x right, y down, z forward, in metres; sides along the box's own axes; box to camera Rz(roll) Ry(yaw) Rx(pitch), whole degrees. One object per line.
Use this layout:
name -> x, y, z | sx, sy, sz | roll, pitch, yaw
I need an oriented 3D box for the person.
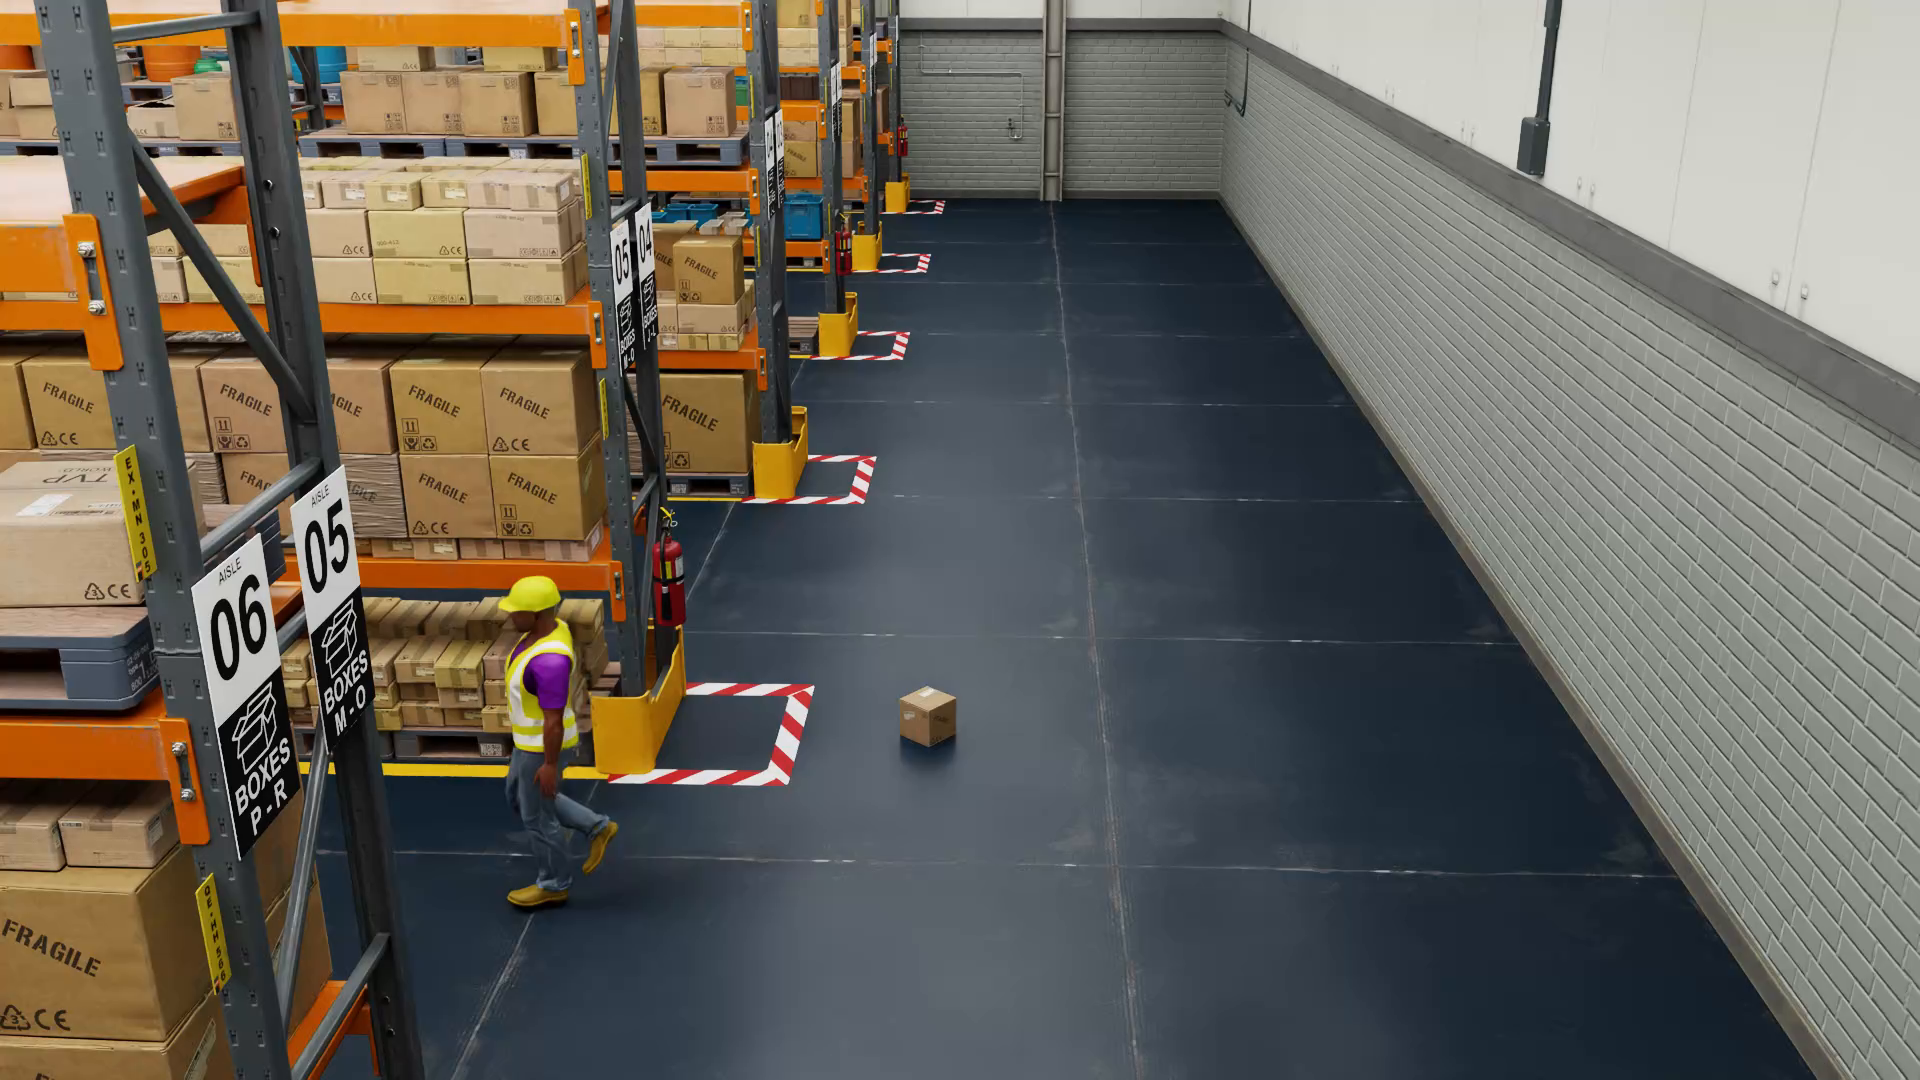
person -> -2.049, 1.017, 8.352 | 0.589, 1.717, 0.600 | -5, 21, -14
